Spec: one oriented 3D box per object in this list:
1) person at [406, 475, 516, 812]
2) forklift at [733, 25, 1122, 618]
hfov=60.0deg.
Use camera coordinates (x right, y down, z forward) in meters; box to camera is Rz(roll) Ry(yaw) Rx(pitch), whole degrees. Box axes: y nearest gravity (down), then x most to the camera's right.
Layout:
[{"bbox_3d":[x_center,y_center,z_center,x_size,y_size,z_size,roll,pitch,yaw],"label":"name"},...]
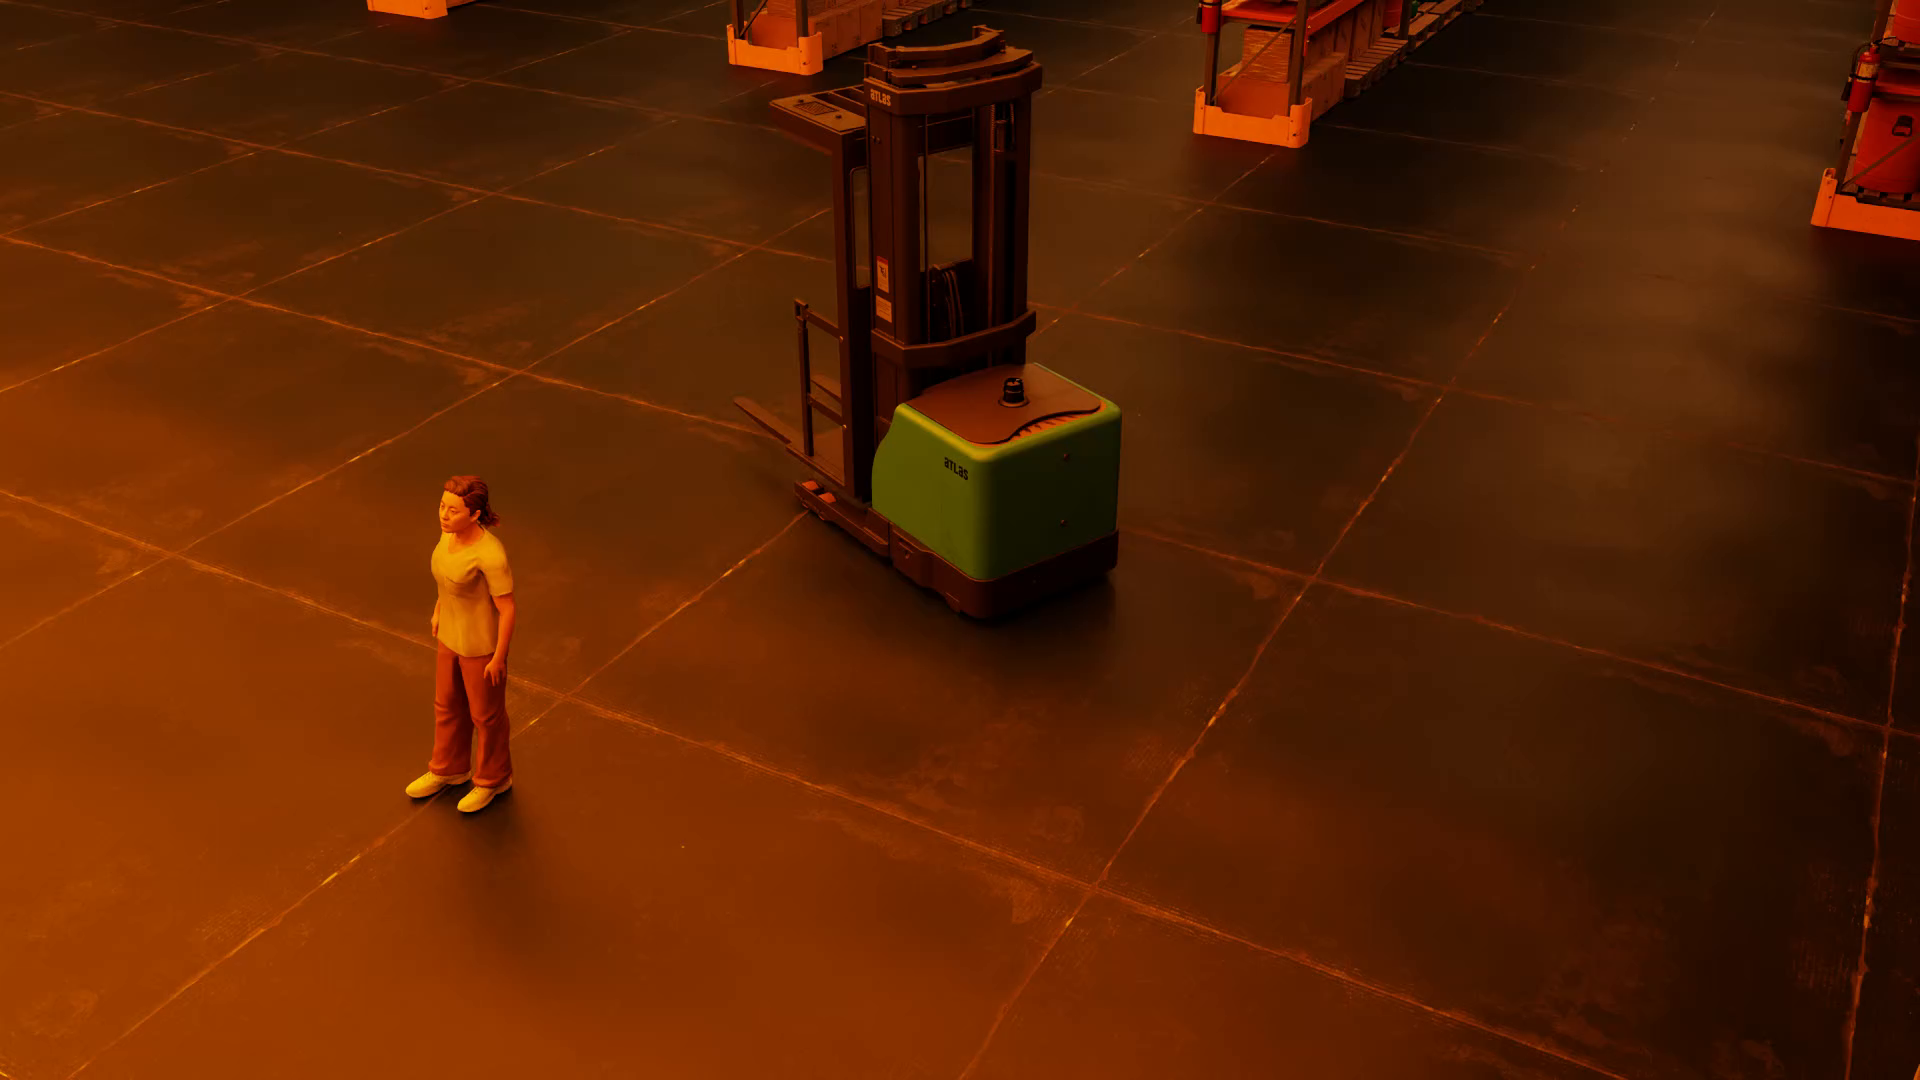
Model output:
[{"bbox_3d":[-2.257,0.492,7.472,0.555,1.663,0.533,26,39,37],"label":"person"},{"bbox_3d":[-0.369,-1.520,9.704,1.130,2.935,3.031,-20,36,-31],"label":"forklift"}]
